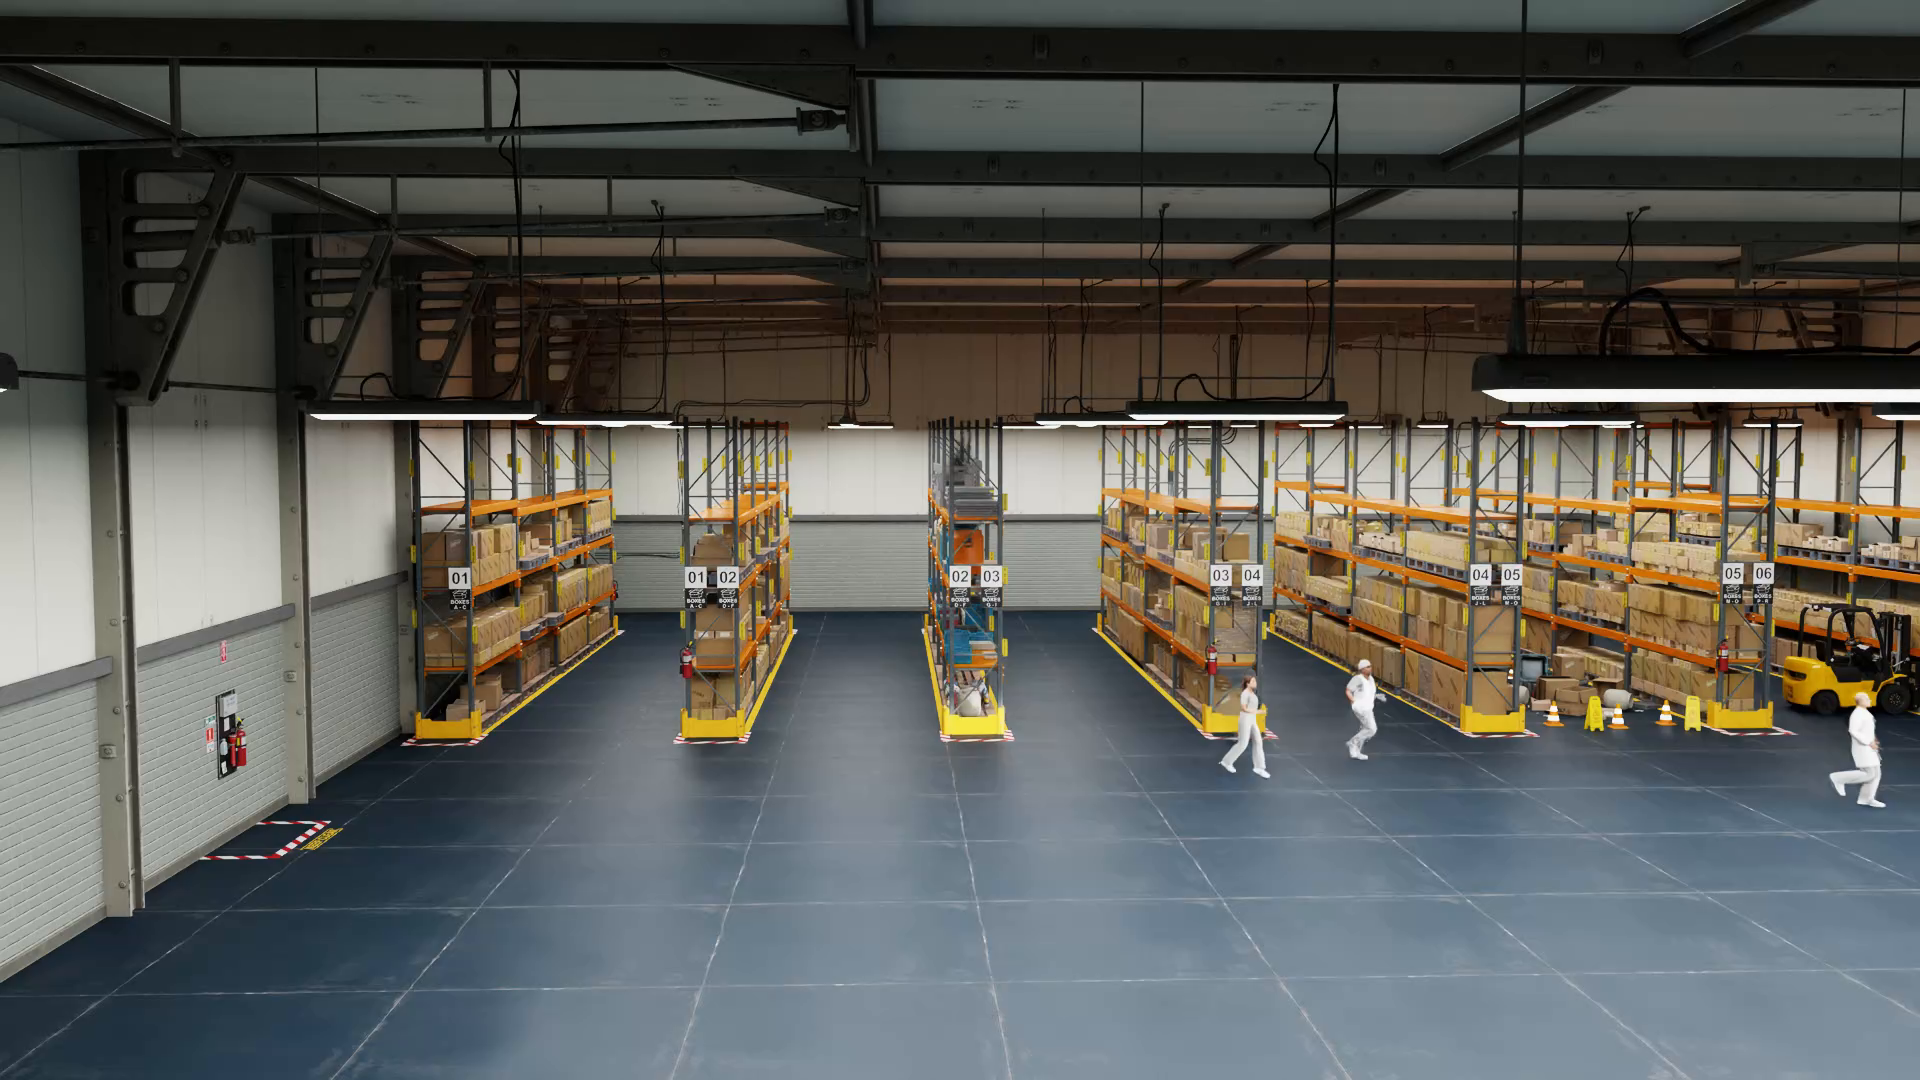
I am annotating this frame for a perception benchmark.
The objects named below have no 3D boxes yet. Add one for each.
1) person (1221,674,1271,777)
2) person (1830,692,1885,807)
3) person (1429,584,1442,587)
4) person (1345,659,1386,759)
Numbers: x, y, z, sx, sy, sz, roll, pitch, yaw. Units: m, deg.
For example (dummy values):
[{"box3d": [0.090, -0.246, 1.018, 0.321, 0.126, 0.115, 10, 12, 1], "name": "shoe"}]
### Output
[{"box3d": [4.762, 3.080, 27.663, 0.832, 1.712, 0.581, 2, 4, 28], "name": "person"}, {"box3d": [13.776, 3.197, 25.474, 0.756, 1.743, 0.711, 3, 4, 34], "name": "person"}, {"box3d": [14.190, 1.632, 49.441, 0.897, 1.773, 0.757, 2, 4, 32], "name": "person"}, {"box3d": [7.099, 2.952, 29.005, 0.597, 1.745, 0.655, 3, 5, 34], "name": "person"}]
